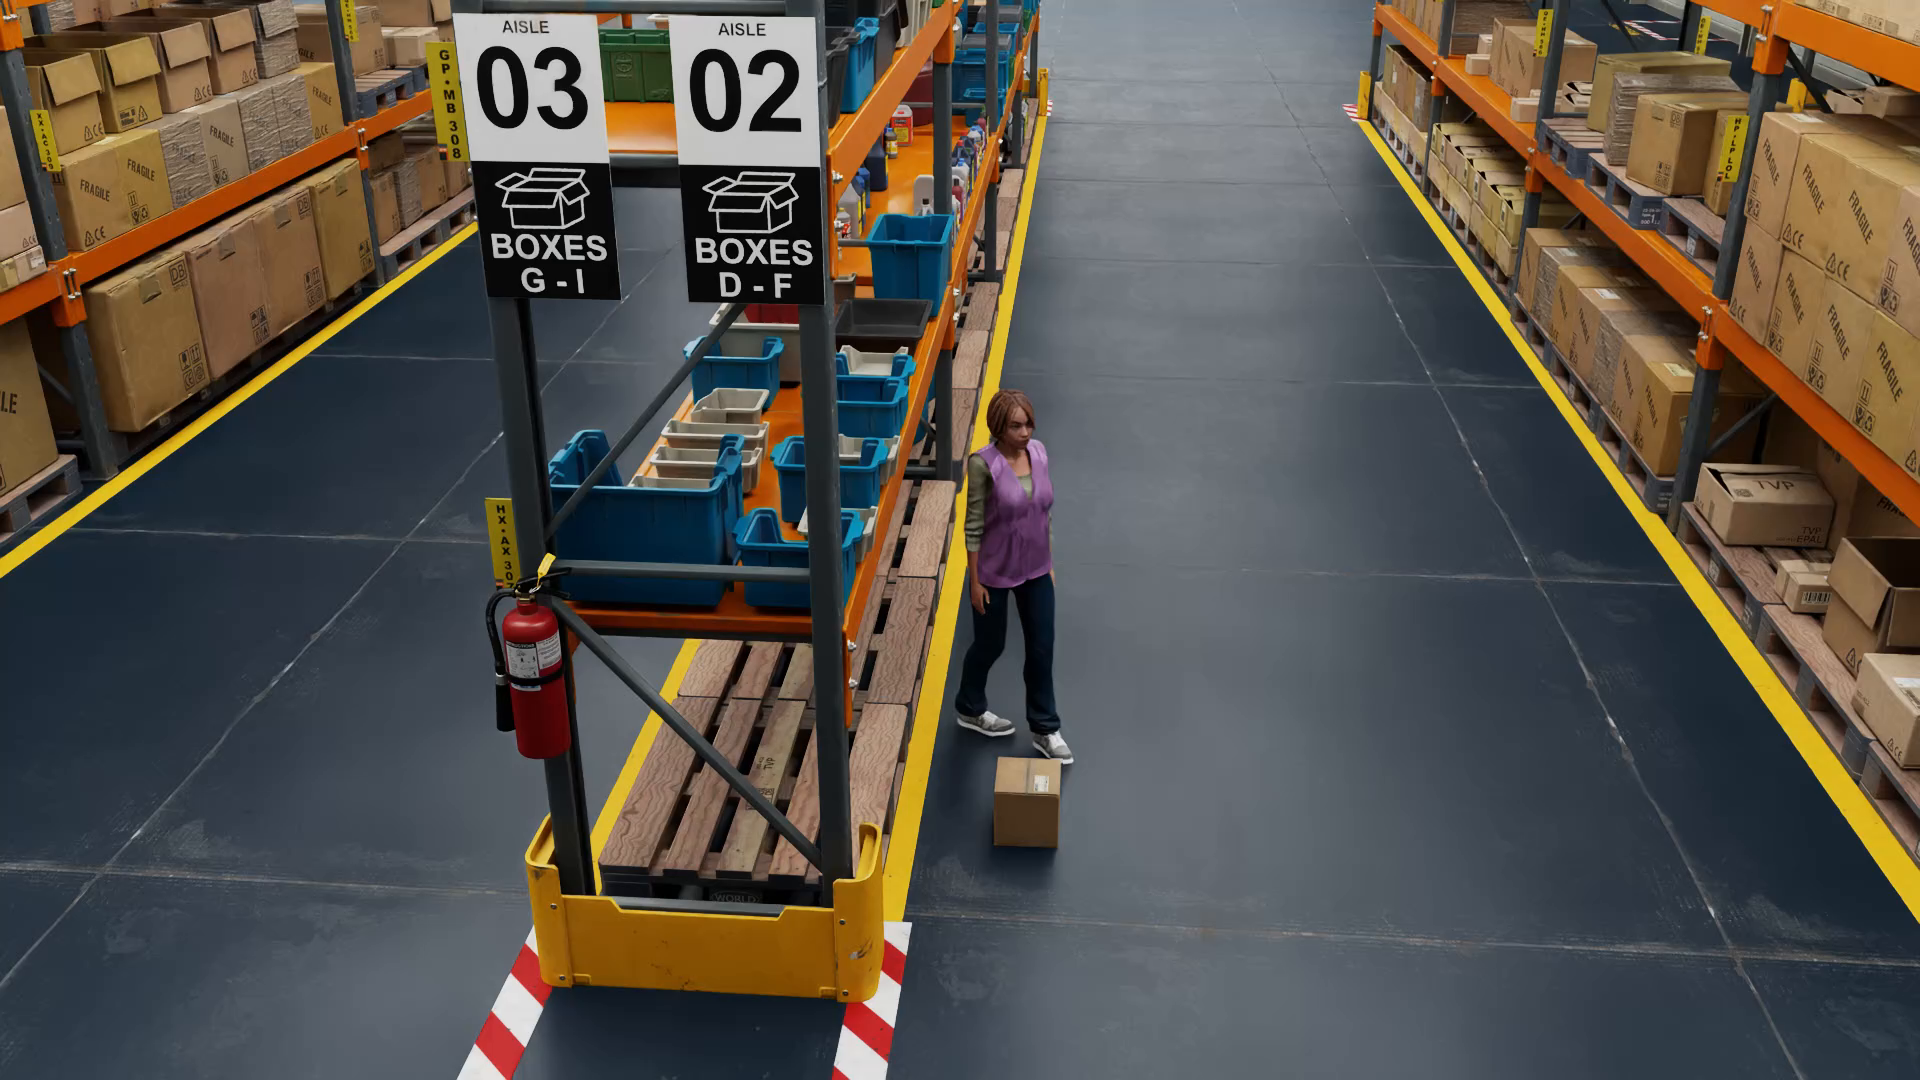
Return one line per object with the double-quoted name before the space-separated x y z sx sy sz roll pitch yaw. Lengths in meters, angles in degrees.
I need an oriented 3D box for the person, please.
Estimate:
"person" 0.234 0.200 6.789 0.417 1.482 0.605 -14 28 -28
